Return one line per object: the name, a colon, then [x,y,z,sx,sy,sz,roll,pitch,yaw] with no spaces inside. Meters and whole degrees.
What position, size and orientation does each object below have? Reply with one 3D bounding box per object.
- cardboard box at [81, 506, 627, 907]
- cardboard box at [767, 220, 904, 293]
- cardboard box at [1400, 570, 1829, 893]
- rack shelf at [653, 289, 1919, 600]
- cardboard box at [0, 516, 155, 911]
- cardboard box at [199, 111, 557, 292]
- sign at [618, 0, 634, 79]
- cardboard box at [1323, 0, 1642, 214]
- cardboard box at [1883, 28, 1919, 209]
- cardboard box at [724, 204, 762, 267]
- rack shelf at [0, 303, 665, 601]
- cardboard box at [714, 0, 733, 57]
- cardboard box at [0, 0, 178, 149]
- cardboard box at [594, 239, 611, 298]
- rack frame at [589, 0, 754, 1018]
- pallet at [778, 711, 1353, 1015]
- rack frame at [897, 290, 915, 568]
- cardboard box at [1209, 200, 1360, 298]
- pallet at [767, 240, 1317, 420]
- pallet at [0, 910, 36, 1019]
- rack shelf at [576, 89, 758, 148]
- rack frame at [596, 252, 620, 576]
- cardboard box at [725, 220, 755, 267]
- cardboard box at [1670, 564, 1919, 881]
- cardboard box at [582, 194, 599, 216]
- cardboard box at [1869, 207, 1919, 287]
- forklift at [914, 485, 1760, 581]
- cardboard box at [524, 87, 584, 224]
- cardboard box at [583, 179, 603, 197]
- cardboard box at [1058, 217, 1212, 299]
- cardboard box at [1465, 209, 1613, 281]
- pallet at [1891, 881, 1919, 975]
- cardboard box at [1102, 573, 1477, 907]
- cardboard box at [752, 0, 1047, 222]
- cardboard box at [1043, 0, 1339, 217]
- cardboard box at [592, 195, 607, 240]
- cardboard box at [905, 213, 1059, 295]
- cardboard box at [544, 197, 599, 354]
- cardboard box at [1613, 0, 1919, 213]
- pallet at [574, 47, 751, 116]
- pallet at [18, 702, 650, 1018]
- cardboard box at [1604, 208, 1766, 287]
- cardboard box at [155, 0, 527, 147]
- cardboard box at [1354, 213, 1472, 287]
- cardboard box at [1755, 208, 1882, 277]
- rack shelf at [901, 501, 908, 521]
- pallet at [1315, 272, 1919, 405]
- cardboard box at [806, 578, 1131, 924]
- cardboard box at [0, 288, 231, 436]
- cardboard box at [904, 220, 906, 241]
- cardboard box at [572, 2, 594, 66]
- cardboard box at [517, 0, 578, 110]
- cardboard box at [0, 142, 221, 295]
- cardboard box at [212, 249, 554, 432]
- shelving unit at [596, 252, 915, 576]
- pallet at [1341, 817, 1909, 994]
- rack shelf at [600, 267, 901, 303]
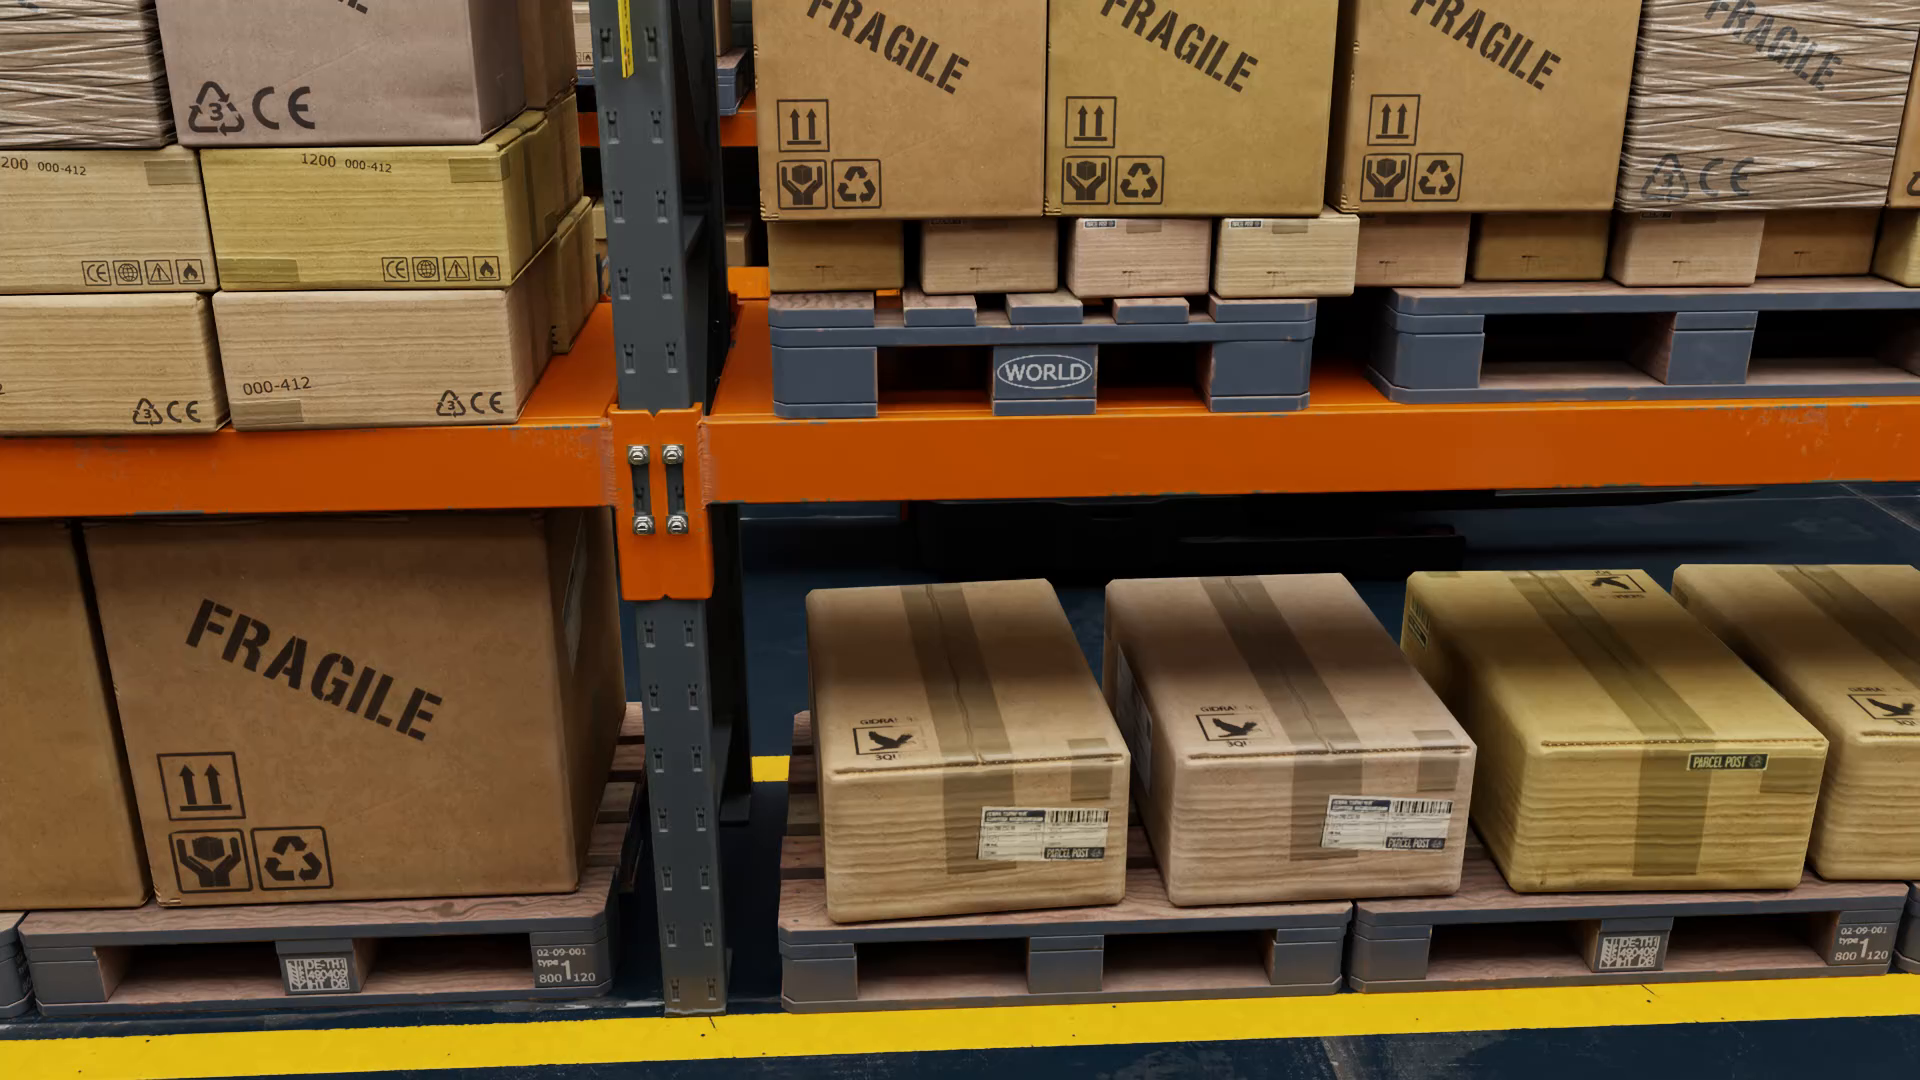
cardboard box: [-1.279,0.204,3.766,0.875,0.875,0.875,-1,21,-4]
cardboard box: [-0.249,-0.597,3.236,0.250,0.149,0.380,-2,21,-6]
cardboard box: [1.474,0.415,3.918,0.625,0.372,0.950,0,21,-1]
rack shelf: [1.412,-0.282,3.657,4.000,0.370,1.077,-1,21,-3]
cardboard box: [-2.169,0.220,3.723,0.875,0.875,0.875,-1,21,-2]
cardboard box: [-1.053,-0.641,3.097,0.500,0.250,0.500,-1,21,-3]
sign: [-0.549,-0.922,2.699,0.005,0.325,0.100,-1,21,-3]
cardboard box: [0.928,-0.913,3.154,0.500,0.500,0.500,-1,21,-2]
cardboard box: [1.951,-0.931,3.202,0.500,0.500,0.500,0,21,-1]
cardboard box: [-1.308,-1.460,8.663,0.500,0.500,0.500,0,21,-1]
rack shelf: [-2.581,-0.201,3.444,4.000,0.370,1.077,-1,21,-3]
cardboard box: [-1.394,-2.629,8.079,0.500,0.500,0.500,0,21,-1]
cardboard box: [-1.597,-0.975,2.920,0.500,0.500,0.500,-1,21,-2]
cardboard box: [-1.781,-1.277,8.184,0.500,0.500,0.500,-1,21,-4]
rack frame: [-0.584,-0.578,3.422,0.127,3.000,1.000,-1,21,-3]
pallet: [0.196,0.710,3.959,1.213,0.211,1.003,-1,21,-3]
rack frame: [-0.192,-0.517,5.898,0.032,1.125,0.500,-2,21,-4]
cardboard box: [0.587,-0.578,3.187,0.250,0.149,0.380,-1,21,-3]
pallet: [0.121,-0.540,3.594,1.003,0.211,1.213,-1,21,-3]
pallet: [-2.591,0.738,3.885,1.213,0.211,1.003,-1,21,-3]
rack shelf: [-2.868,-1.964,8.075,4.000,0.370,1.077,-1,21,-3]
rack frame: [-1.206,-0.490,5.827,0.032,1.125,0.500,-2,21,-4]
cardboard box: [-1.281,-1.284,8.200,0.500,0.500,0.500,-1,21,-1]
cardboard box: [2.168,0.400,3.957,0.625,0.372,0.950,0,21,0]
cardboard box: [-1.886,-1.566,8.029,0.250,0.149,0.380,-2,21,-5]
cardboard box: [1.892,-0.614,3.280,0.250,0.149,0.380,-1,21,-3]
forklift: [1.344,-1.423,5.740,3.031,2.935,1.130,-2,21,-4]
cardboard box: [-1.104,-0.819,3.564,0.500,0.250,0.500,-1,21,-3]
cardboard box: [-1.920,-1.743,8.494,0.250,0.149,0.380,-1,21,-2]
cardboard box: [0.311,-0.580,3.192,0.250,0.149,0.380,-3,21,-7]
cardboard box: [1.103,-0.631,3.324,0.250,0.149,0.380,0,21,-1]
pallet: [2.632,0.661,4.089,1.213,0.211,1.003,-1,21,-3]
cardboard box: [0.717,0.428,3.883,0.625,0.372,0.950,-2,21,-4]
cardboard box: [-0.122,-0.887,3.085,0.500,0.500,0.500,-2,21,-5]
cardboard box: [0.398,-0.900,3.120,0.500,0.500,0.500,0,21,0]
cardboard box: [-1.621,-1.555,8.002,0.250,0.149,0.380,-2,21,-6]
cardboard box: [0.035,-0.591,3.220,0.250,0.149,0.380,-2,21,-6]
cardboard box: [-1.087,-0.587,3.658,0.500,0.250,0.500,-2,21,-4]
cardboard box: [1.428,-0.920,3.173,0.500,0.500,0.500,-2,21,-5]
pallet: [-1.544,-2.212,7.986,1.003,0.211,1.213,-1,21,-3]
pallet: [-1.376,0.715,3.947,1.213,0.211,1.003,-1,21,-3]
cardboard box: [1.367,-0.613,3.277,0.250,0.149,0.380,-1,21,-1]
cardboard box: [-1.086,-0.988,2.955,0.500,0.500,0.500,-2,21,-5]
cardboard box: [0.823,-0.611,3.273,0.250,0.149,0.380,0,21,0]
cardboard box: [1.623,-0.645,3.362,0.250,0.149,0.380,-2,21,-5]
rack shelf: [-0.699,-0.275,5.949,1.000,0.278,0.538,-2,21,-4]
pallet: [1.390,-0.543,3.600,1.213,0.211,1.003,-1,21,-3]
cardboard box: [-0.020,0.446,3.836,0.625,0.372,0.950,-3,21,-7]
cardboard box: [-1.583,-0.389,3.138,0.500,0.250,0.500,-1,21,-2]
cardboard box: [-0.007,-0.778,3.711,0.250,0.149,0.380,-1,21,-2]
cardboard box: [-1.906,-2.331,7.647,0.500,0.250,0.500,-2,21,-6]
cardboard box: [-1.091,-1.169,3.429,0.500,0.500,0.500,-2,21,-5]
cardboard box: [-1.565,-0.629,3.066,0.500,0.250,0.500,-2,21,-4]
cardboard box: [-1.074,-0.405,3.180,0.500,0.250,0.500,-2,21,-5]
shelving unit: [-0.699,-0.503,5.862,1.048,1.125,0.538,-2,21,-4]
pallet: [1.411,0.686,4.021,1.213,0.211,1.003,-1,21,-3]
rack shelf: [-0.699,-0.777,5.758,1.000,0.278,0.538,-2,21,-4]
